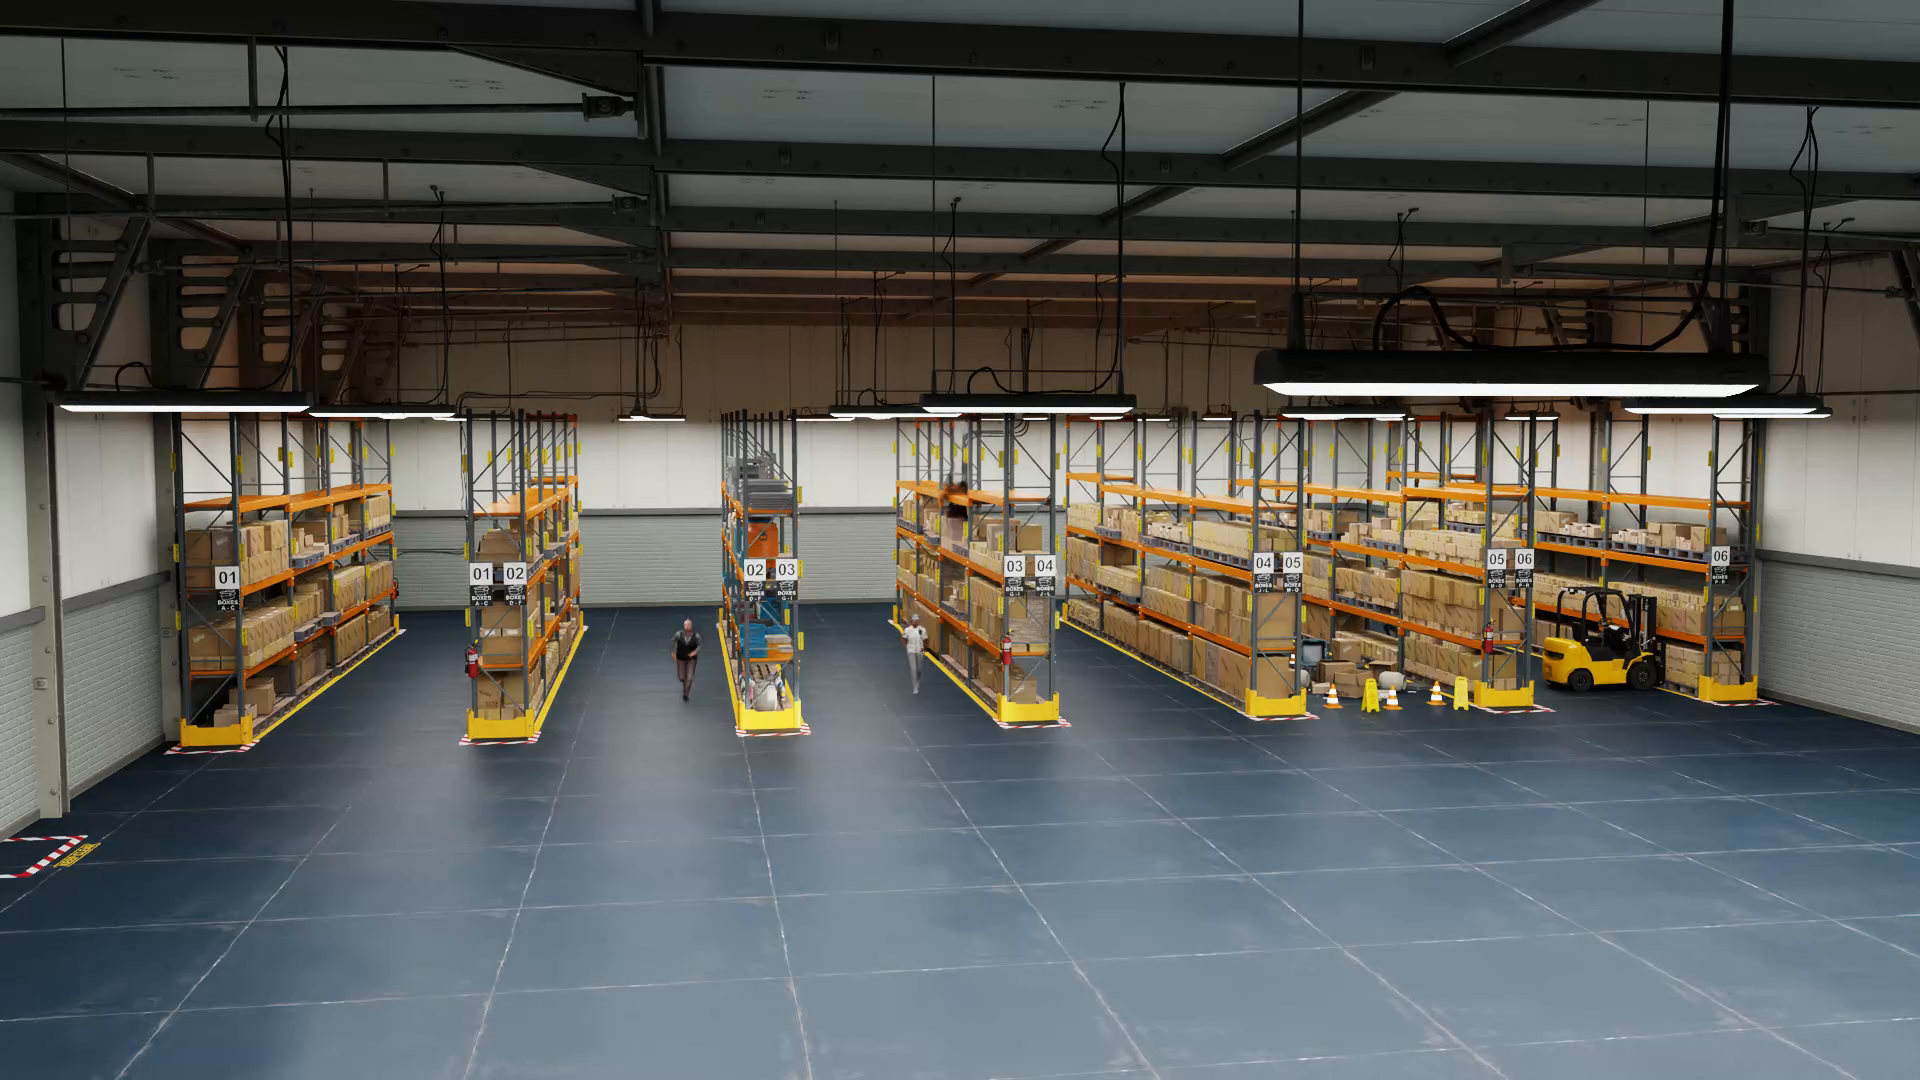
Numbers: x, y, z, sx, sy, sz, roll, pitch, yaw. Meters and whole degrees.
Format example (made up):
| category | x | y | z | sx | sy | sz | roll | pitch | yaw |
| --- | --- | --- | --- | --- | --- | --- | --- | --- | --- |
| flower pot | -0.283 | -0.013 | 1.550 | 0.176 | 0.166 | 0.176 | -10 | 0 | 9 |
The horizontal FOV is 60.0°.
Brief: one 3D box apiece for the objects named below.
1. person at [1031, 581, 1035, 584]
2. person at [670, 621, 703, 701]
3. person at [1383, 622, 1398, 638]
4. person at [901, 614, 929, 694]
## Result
| category | x | y | z | sx | sy | sz | roll | pitch | yaw |
| --- | --- | --- | --- | --- | --- | --- | --- | --- | --- |
| person | 2.076 | 1.637 | 46.959 | 0.638 | 1.652 | 0.580 | 0 | 4 | -4 |
| person | -5.676 | 2.498 | 34.528 | 0.693 | 1.678 | 0.681 | 0 | 4 | -3 |
| person | 11.117 | 1.956 | 42.870 | 0.542 | 1.558 | 0.625 | -1 | 4 | -19 |
| person | -0.956 | 2.410 | 35.549 | 0.587 | 1.684 | 0.820 | 0 | 4 | -6 |
